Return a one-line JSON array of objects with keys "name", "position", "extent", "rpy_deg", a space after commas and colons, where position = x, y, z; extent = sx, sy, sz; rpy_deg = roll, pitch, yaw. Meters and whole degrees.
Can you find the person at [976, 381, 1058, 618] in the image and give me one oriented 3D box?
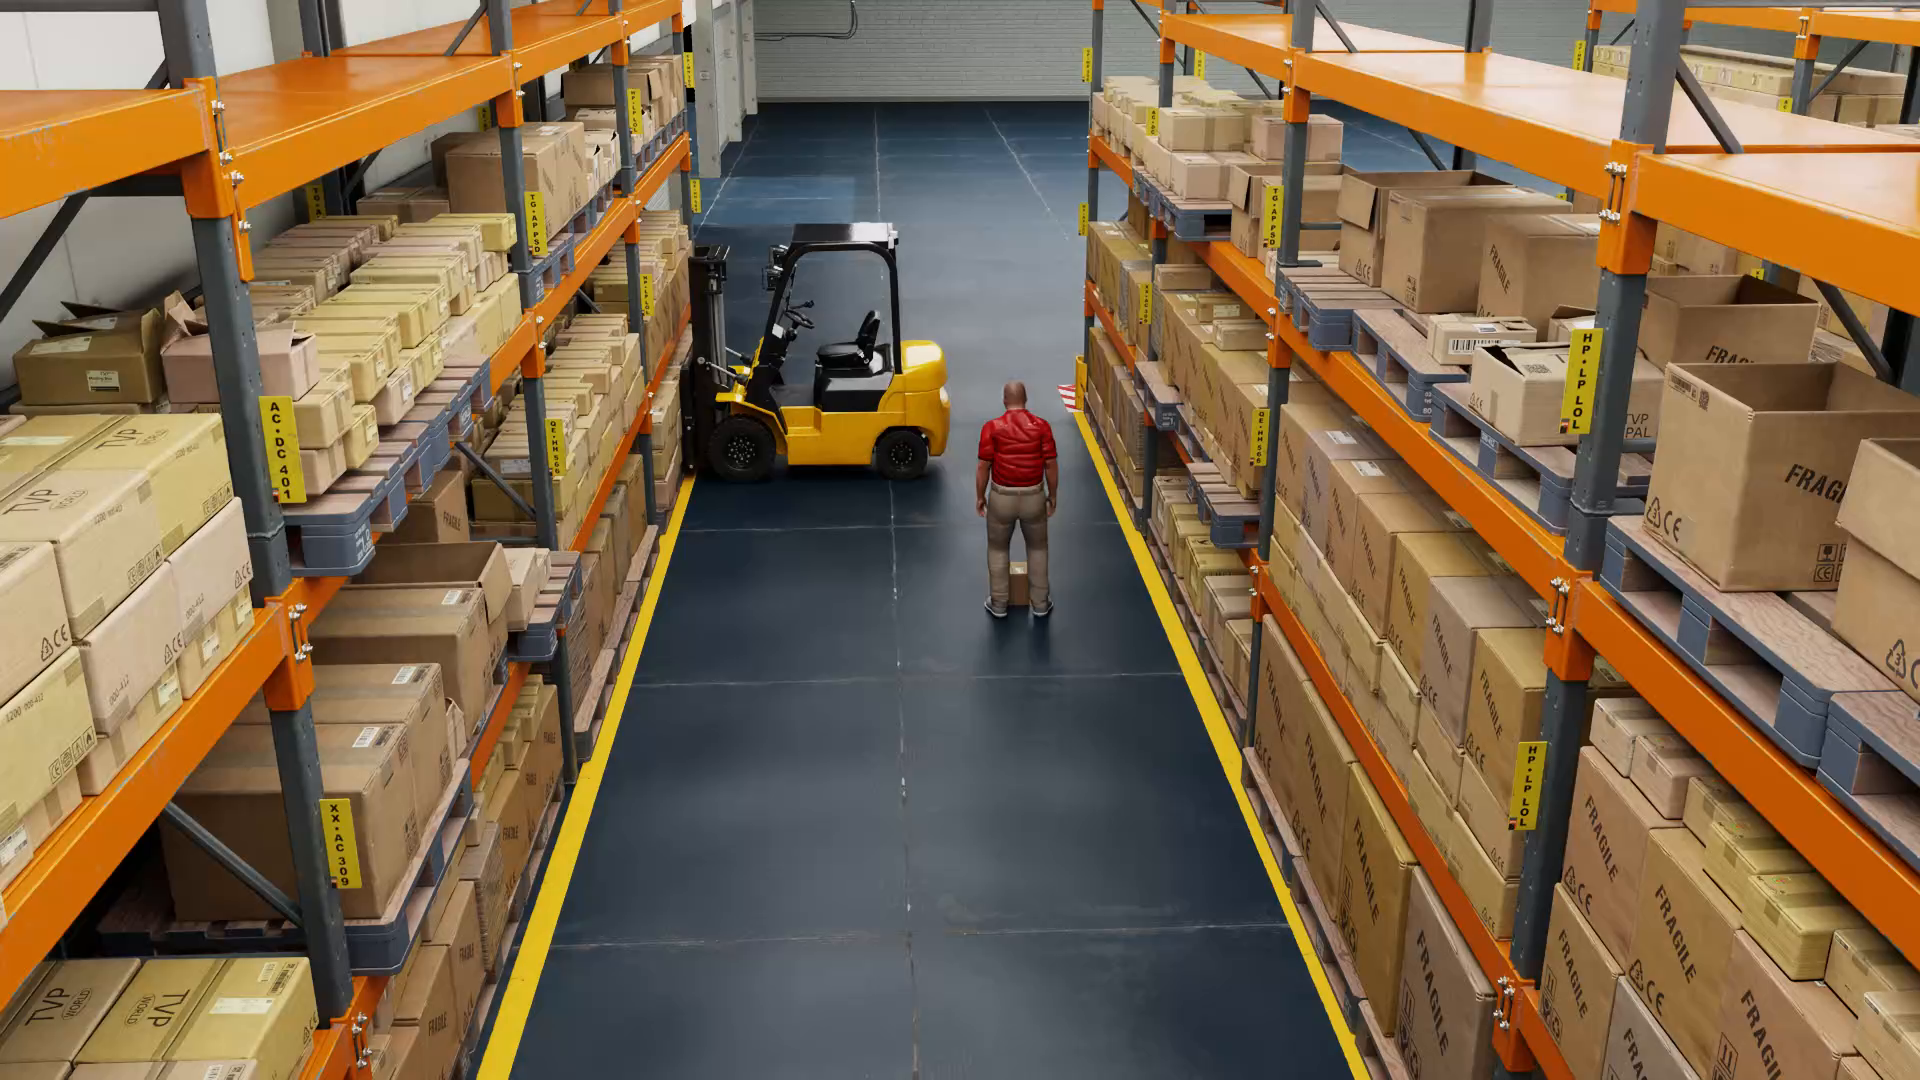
[{"name": "person", "position": [0.406, -0.284, 11.865], "extent": [0.586, 1.727, 0.393], "rpy_deg": [-1, 20, -3]}]
